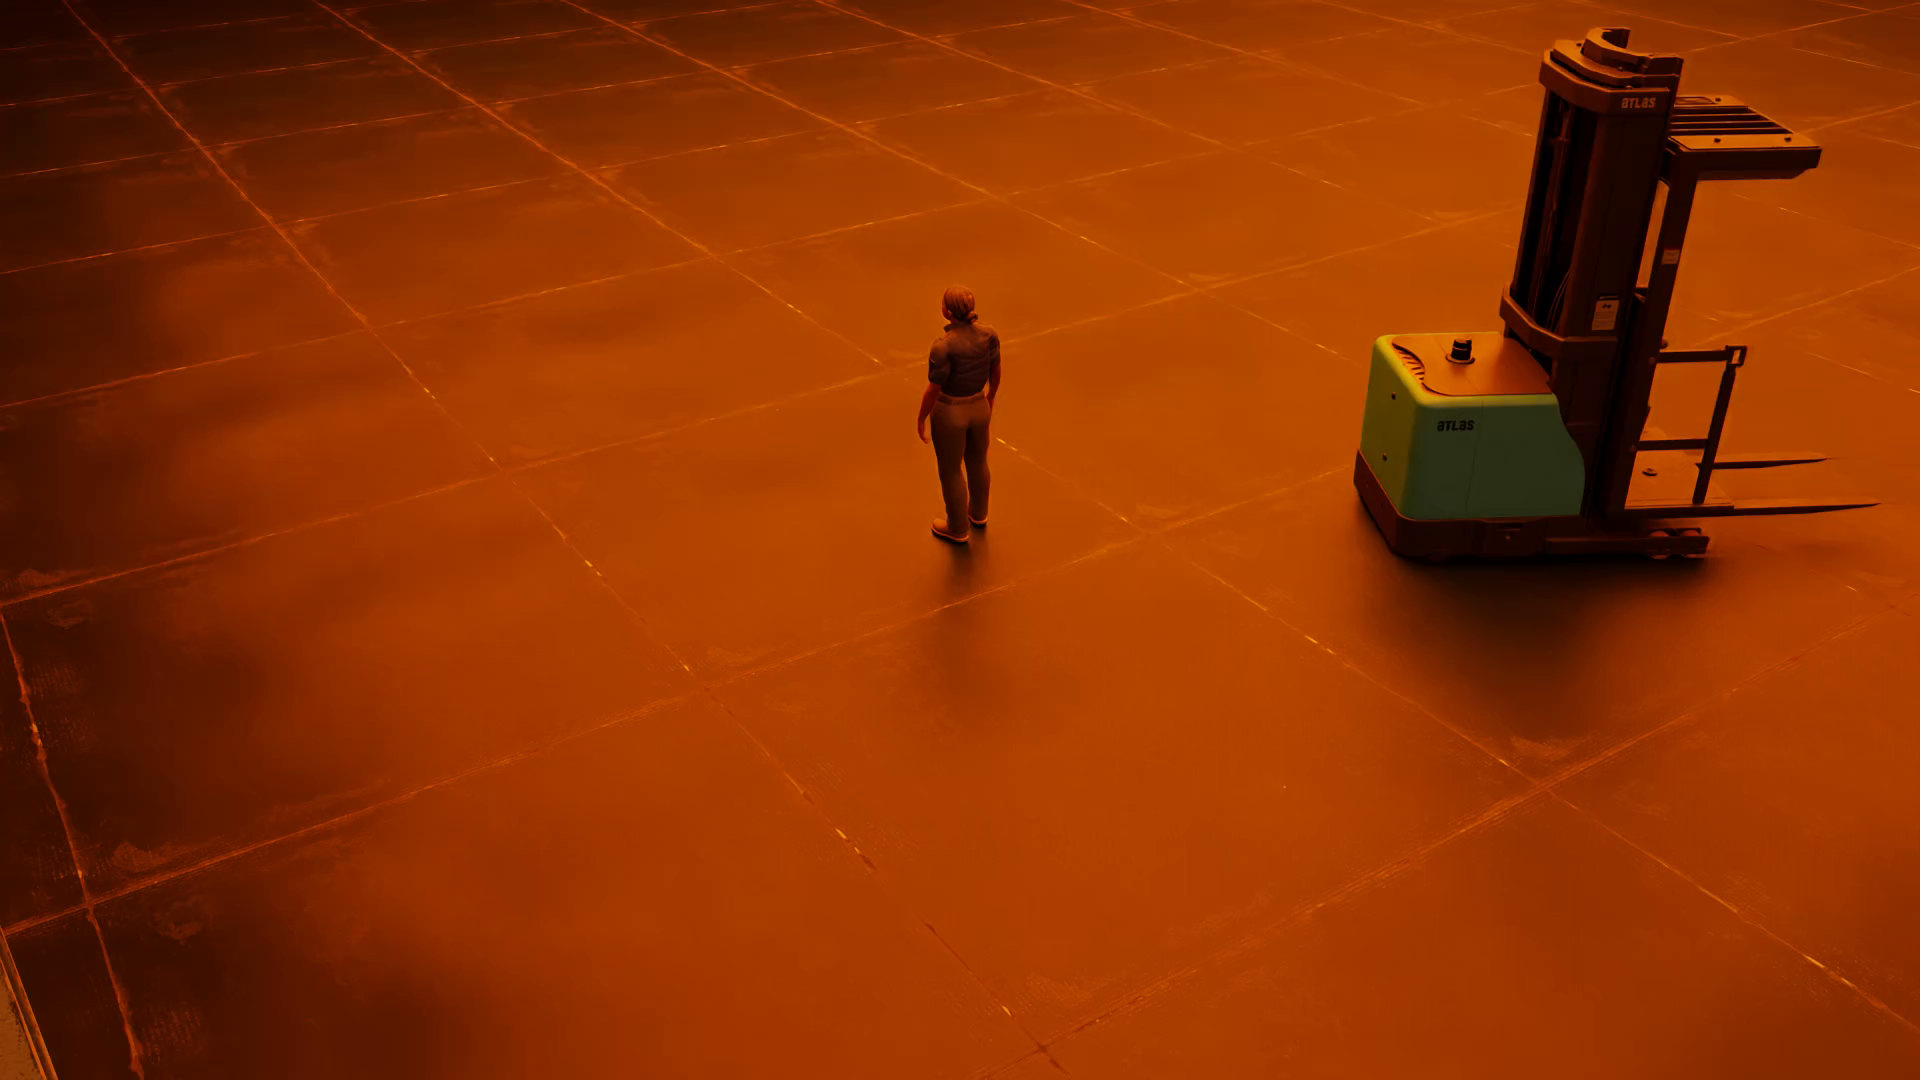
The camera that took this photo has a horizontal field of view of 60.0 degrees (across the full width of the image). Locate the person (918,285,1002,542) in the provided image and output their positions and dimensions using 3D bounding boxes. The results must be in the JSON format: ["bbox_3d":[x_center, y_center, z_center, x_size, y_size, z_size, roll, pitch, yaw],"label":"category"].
[{"bbox_3d":[-0.032,-0.769,9.830,0.569,1.656,0.503,-18,34,-29],"label":"person"}]

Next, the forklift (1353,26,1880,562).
[{"bbox_3d":[4.064,-1.419,9.699,3.031,2.935,1.130,-2,30,-3],"label":"forklift"}]
